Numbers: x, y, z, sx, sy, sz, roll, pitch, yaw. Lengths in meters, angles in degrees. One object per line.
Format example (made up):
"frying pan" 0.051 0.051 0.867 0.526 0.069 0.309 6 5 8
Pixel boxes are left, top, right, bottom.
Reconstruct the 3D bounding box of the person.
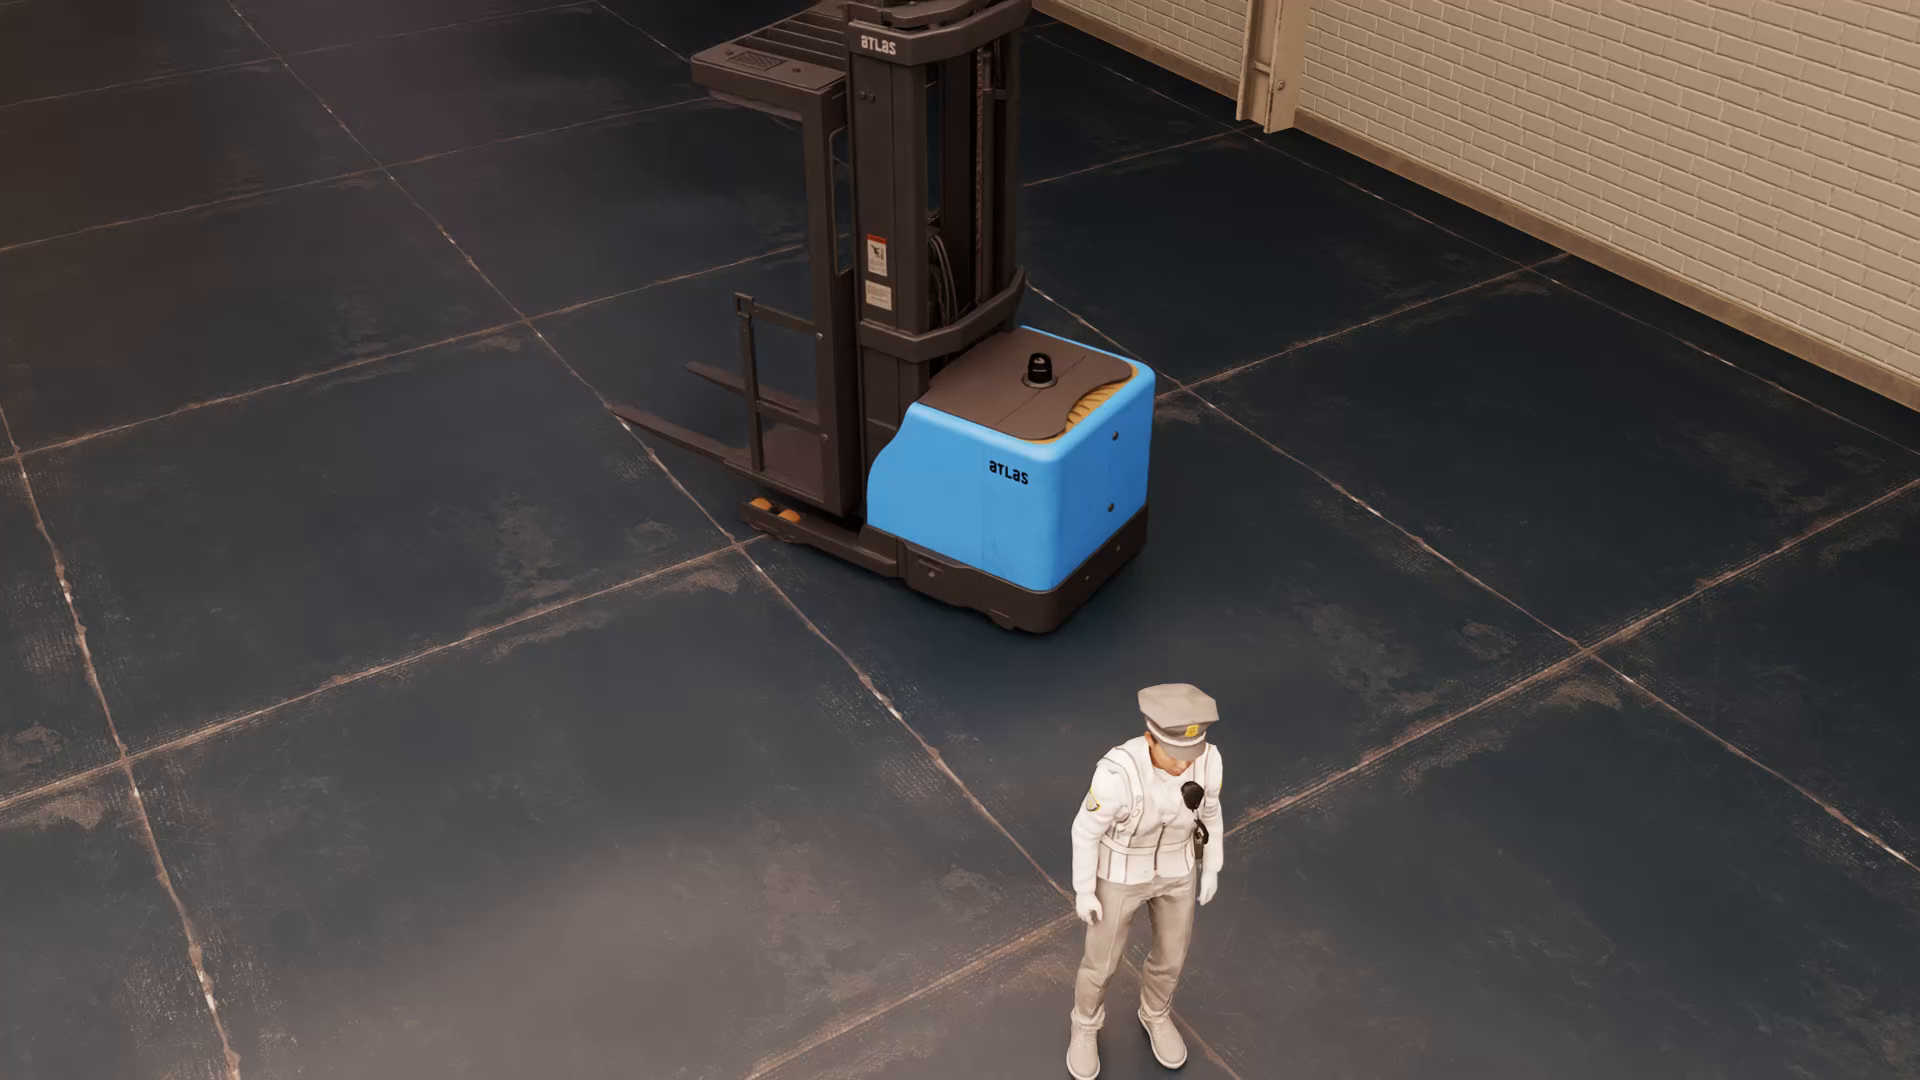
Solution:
"person" 0.632 1.144 5.626 0.540 1.661 0.374 -7 36 -11

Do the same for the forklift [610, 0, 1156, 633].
"forklift" -0.541 -1.415 8.162 3.031 2.935 1.130 22 41 28
